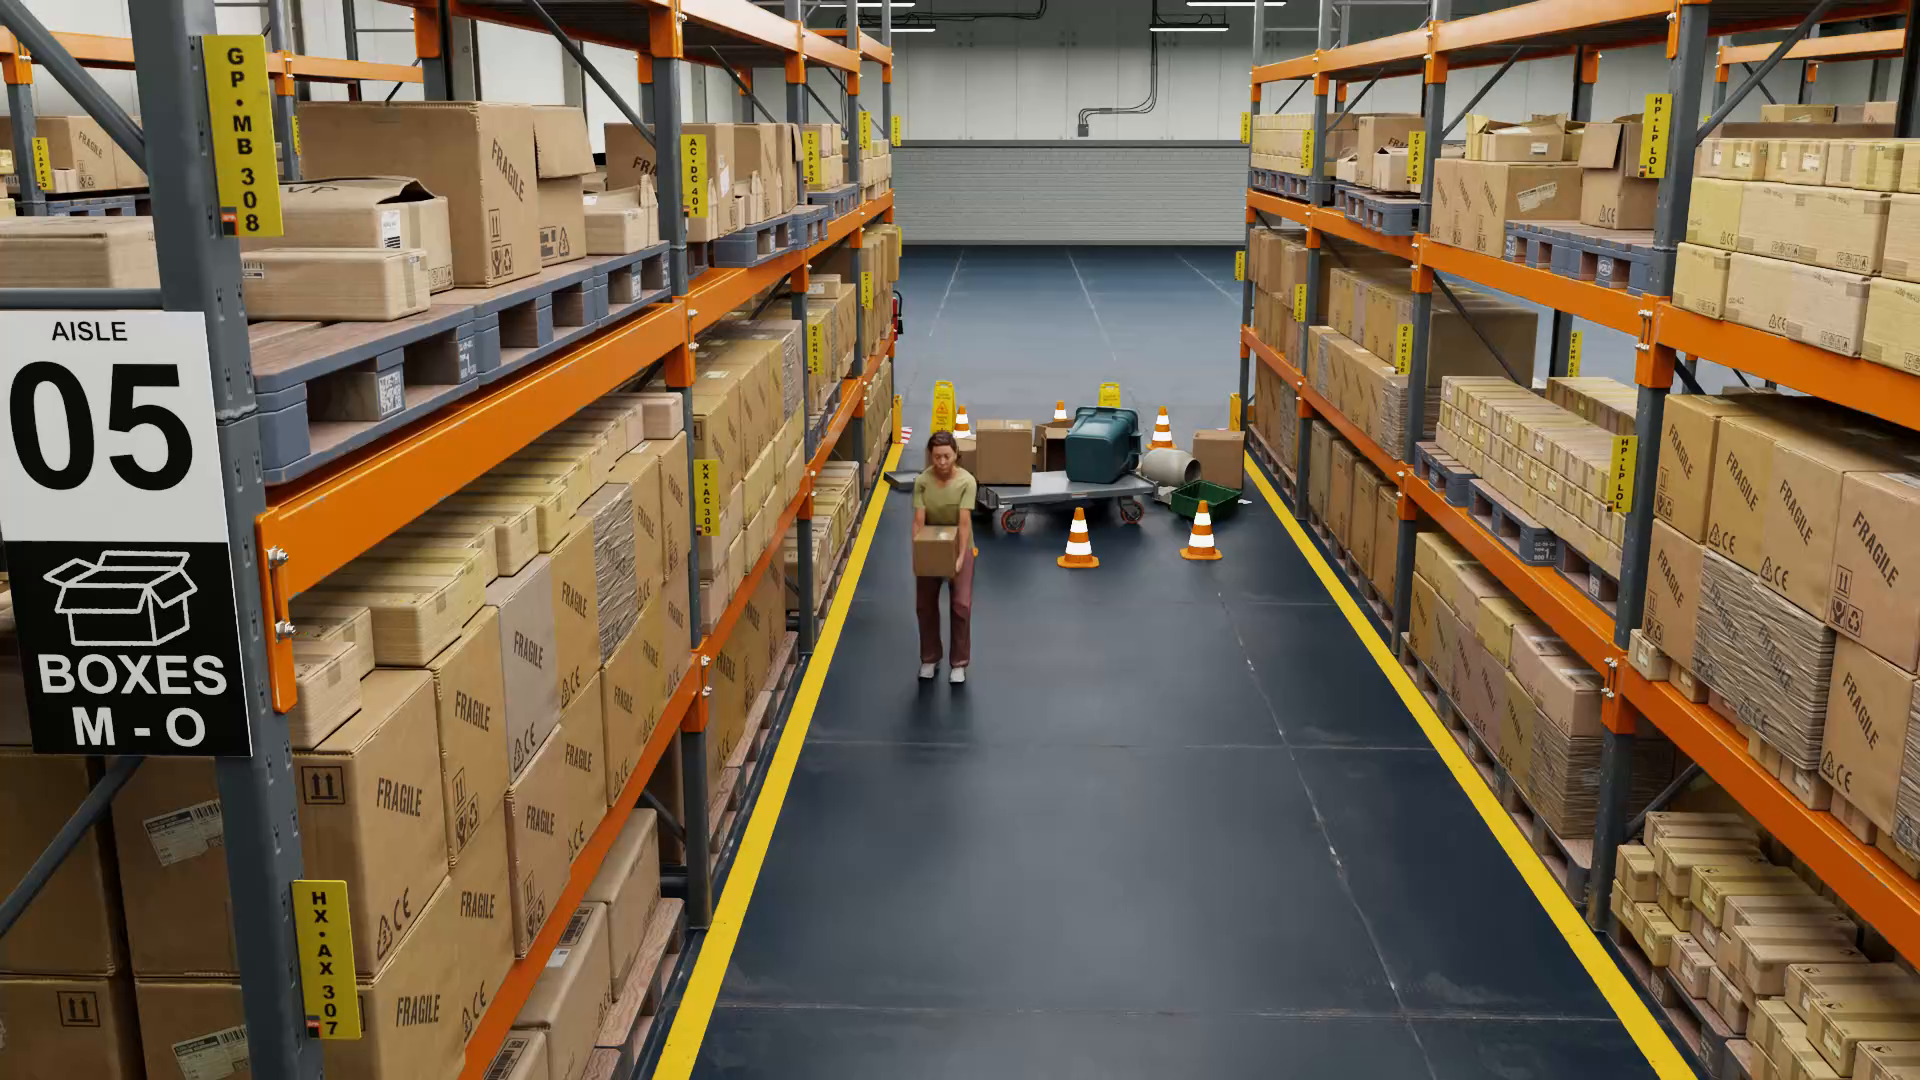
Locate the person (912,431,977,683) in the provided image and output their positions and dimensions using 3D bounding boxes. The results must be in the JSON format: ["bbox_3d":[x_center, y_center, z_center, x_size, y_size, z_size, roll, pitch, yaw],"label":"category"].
[{"bbox_3d":[-0.099,0.105,10.661,0.407,1.644,0.527,3,14,10],"label":"person"}]
